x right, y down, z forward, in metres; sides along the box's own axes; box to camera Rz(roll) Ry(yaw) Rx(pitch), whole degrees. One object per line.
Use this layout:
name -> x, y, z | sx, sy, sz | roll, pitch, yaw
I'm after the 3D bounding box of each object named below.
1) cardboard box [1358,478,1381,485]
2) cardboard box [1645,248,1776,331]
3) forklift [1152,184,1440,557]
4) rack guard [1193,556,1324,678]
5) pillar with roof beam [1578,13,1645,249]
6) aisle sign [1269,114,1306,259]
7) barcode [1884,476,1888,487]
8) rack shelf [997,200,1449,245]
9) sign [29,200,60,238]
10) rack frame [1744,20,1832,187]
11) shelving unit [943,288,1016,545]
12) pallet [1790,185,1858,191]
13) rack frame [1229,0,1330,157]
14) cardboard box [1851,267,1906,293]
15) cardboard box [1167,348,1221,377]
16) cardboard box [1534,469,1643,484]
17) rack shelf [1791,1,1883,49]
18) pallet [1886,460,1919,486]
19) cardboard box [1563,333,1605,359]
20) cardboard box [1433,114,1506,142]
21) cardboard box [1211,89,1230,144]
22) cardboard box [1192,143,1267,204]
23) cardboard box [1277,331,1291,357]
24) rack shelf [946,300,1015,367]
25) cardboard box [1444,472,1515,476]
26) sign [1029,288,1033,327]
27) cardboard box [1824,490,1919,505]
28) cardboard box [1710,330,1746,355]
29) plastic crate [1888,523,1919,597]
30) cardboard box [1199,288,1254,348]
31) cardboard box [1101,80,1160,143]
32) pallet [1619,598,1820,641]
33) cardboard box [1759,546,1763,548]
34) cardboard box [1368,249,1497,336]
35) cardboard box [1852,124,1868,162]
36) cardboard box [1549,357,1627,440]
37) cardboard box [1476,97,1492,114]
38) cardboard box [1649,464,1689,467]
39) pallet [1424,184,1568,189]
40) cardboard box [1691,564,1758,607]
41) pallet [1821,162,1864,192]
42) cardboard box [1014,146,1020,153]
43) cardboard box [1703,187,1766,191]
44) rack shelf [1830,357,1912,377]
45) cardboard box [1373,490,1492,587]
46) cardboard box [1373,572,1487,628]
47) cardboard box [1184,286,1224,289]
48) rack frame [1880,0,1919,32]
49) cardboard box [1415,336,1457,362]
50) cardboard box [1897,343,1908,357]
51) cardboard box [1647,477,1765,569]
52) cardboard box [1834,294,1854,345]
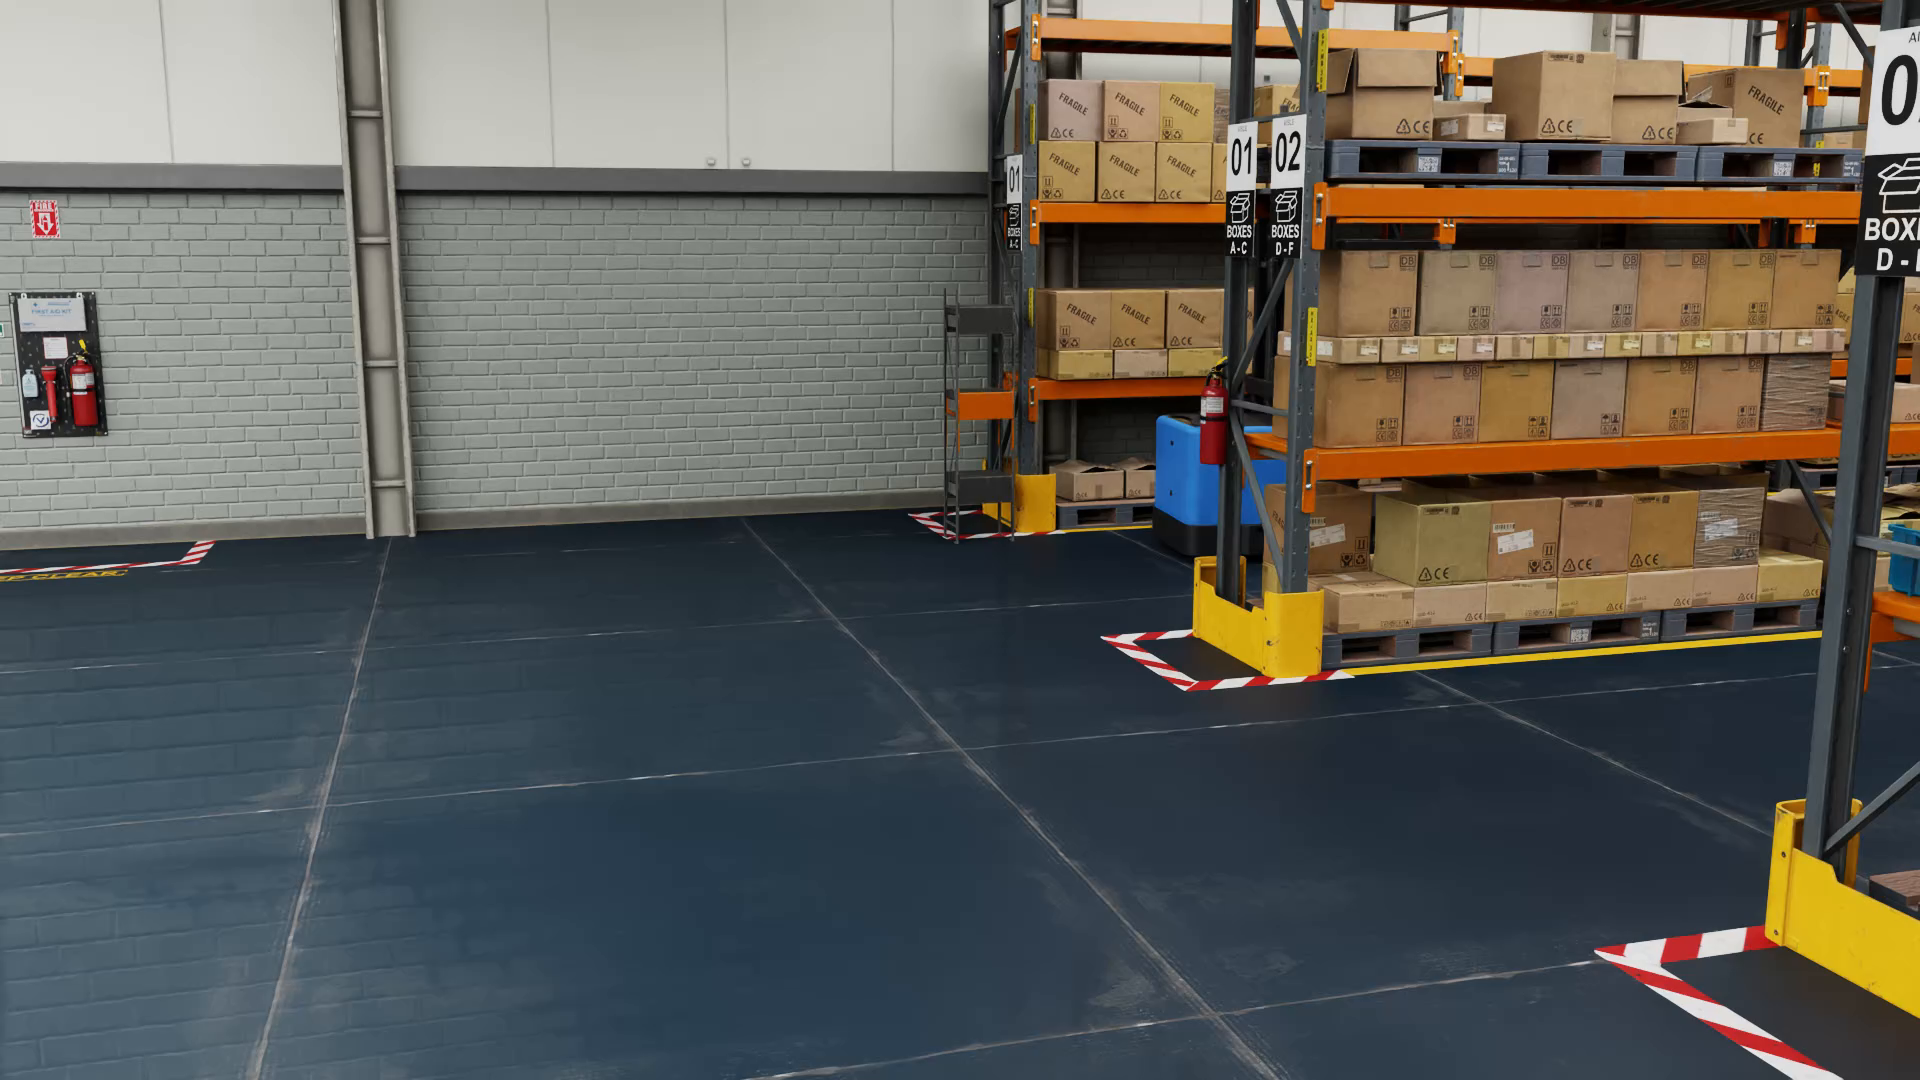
cardboard box -> 3.783, -0.633, 15.810 | 0.250, 0.166, 0.380 | -5, 11, -23
cardboard box -> 4.767, -1.619, 10.697 | 0.500, 0.500, 0.700 | -3, 11, -16
forklift -> 3.171, -1.380, 13.446 | 3.031, 2.935, 1.130 | -2, 11, -9
rack guard -> 1.813, 0.452, 10.212 | 0.348, 0.500, 1.175 | -3, 11, -16
pillar with roof beam -> 7.842, -4.331, 12.719 | 0.400, 9.000, 9.100 | -3, 11, -16
aisle sign -> 1.858, -2.001, 9.450 | 0.004, 0.787, 0.394 | -3, 11, -16
barcode -> 6.038, -0.381, 10.869 | 0.075, 0.075, 0.001 | -3, 11, -16
rack shelf -> 2.368, -2.862, 15.012 | 4.000, 0.370, 1.077 | -3, 11, -16
sign -> -7.302, -2.561, 13.268 | 0.199, 0.298, 0.001 | -3, 11, -16
rack frame -> 8.129, -4.995, 16.325 | 0.127, 3.000, 1.000 | -3, 11, -16
shelving unit -> 0.159, -1.041, 13.902 | 0.503, 2.100, 0.431 | -3, 11, -16
pallet -> 8.732, -3.469, 16.841 | 1.003, 0.211, 1.213 | -2, 11, -13
rack frame -> 1.836, -3.729, 9.449 | 0.127, 3.000, 1.000 | -3, 11, -16
cardboard box -> 9.152, -2.624, 16.792 | 0.500, 0.250, 0.500 | -3, 11, -17
cardboard box -> 1.990, -1.599, 14.806 | 0.500, 0.250, 0.500 | -3, 11, -17
cardboard box -> 4.183, -0.185, 11.128 | 0.500, 0.500, 0.500 | -3, 11, -16
rack shelf -> 7.596, -3.482, 11.200 | 4.000, 0.370, 1.077 | -3, 11, -16
pallet -> 10.076, -0.761, 17.598 | 1.213, 0.211, 1.003 | -3, 11, -16
cardboard box -> 3.749, -1.207, 10.251 | 0.250, 0.149, 0.380 | -3, 11, -15
cardboard box -> 3.014, -2.435, 9.850 | 0.250, 0.149, 0.380 | -3, 11, -16
cardboard box -> 2.274, -3.808, 15.068 | 0.500, 0.500, 0.500 | -3, 11, -16
cardboard box -> 2.370, -3.226, 14.670 | 0.500, 0.500, 0.500 | -2, 11, -12
cardboard box -> 2.149, -1.200, 10.210 | 0.250, 0.149, 0.380 | -3, 11, -17
rack shelf -> 0.159, -1.716, 13.777 | 0.480, 0.518, 0.431 | -3, 11, -16
cardboard box -> 4.990, -0.869, 16.173 | 0.500, 0.500, 0.700 | -3, 11, -14
sign -> 0.599, -1.971, 14.078 | 0.005, 0.325, 0.100 | -3, 11, -16
cardboard box -> 6.483, -0.209, 11.783 | 0.500, 0.311, 0.500 | -3, 11, -14
cardboard box -> 4.734, -1.259, 10.534 | 0.250, 0.149, 0.380 | -3, 11, -16
plastic crate -> 3.613, 0.078, 5.748 | 0.616, 0.251, 0.499 | -3, 11, -16
cardboard box -> 2.457, -1.993, 14.876 | 0.500, 0.500, 0.500 | -3, 11, -14
cardboard box -> 1.381, -3.660, 14.263 | 0.500, 0.500, 0.500 | -3, 11, -17
pallet -> 4.901, 0.423, 11.165 | 1.213, 0.211, 1.003 | -3, 11, -16
cardboard box -> 5.146, 0.135, 11.462 | 0.500, 0.250, 0.500 | -3, 11, -16
cardboard box -> 2.842, -1.518, 10.146 | 0.500, 0.500, 0.700 | -3, 11, -17
cardboard box -> 6.270, -2.619, 10.956 | 0.500, 0.250, 0.500 | -2, 11, -10
cardboard box -> 3.773, -0.928, 10.528 | 0.500, 0.500, 0.700 | -3, 11, -14
cardboard box -> 3.401, -2.618, 10.397 | 0.500, 0.311, 0.500 | -2, 11, -9
cardboard box -> 6.925, -0.980, 16.776 | 0.500, 0.500, 0.700 | -3, 11, -16
pallet -> 4.911, -3.238, 15.583 | 1.003, 0.211, 1.213 | -3, 11, -16
cardboard box -> 4.809, 0.250, 10.841 | 0.500, 0.250, 0.500 | -3, 11, -16
pallet -> 6.519, -2.409, 11.092 | 1.217, 0.209, 0.805 | -3, 11, -18
cardboard box -> 0.777, -3.239, 14.740 | 0.500, 0.500, 0.500 | -2, 11, -12
cardboard box -> 7.513, -3.403, 16.150 | 0.500, 0.311, 0.500 | -3, 11, -16
rack shelf -> 10.049, -1.792, 17.483 | 4.000, 0.370, 1.077 | -3, 11, -16
cardboard box -> 2.892, -0.016, 10.212 | 0.500, 0.500, 0.500 | -3, 11, -16
cardboard box -> 2.892, 0.352, 10.282 | 0.500, 0.250, 0.500 | -3, 11, -16
cardboard box -> 2.305, -2.082, 15.357 | 0.500, 0.500, 0.500 | -3, 11, -15
rack frame -> 3.216, -2.868, 4.771 | 0.127, 3.000, 1.000 | -3, 11, -16
cardboard box -> 2.765, -1.156, 9.972 | 0.250, 0.149, 0.380 | -3, 11, -16
cardboard box -> 9.486, -1.966, 17.080 | 0.250, 0.149, 0.380 | -3, 11, -15
cardboard box -> 4.809, -0.120, 10.775 | 0.500, 0.500, 0.500 | -3, 11, -16
cardboard box -> 8.667, -2.230, 16.722 | 0.500, 0.500, 0.500 | -3, 11, -14
